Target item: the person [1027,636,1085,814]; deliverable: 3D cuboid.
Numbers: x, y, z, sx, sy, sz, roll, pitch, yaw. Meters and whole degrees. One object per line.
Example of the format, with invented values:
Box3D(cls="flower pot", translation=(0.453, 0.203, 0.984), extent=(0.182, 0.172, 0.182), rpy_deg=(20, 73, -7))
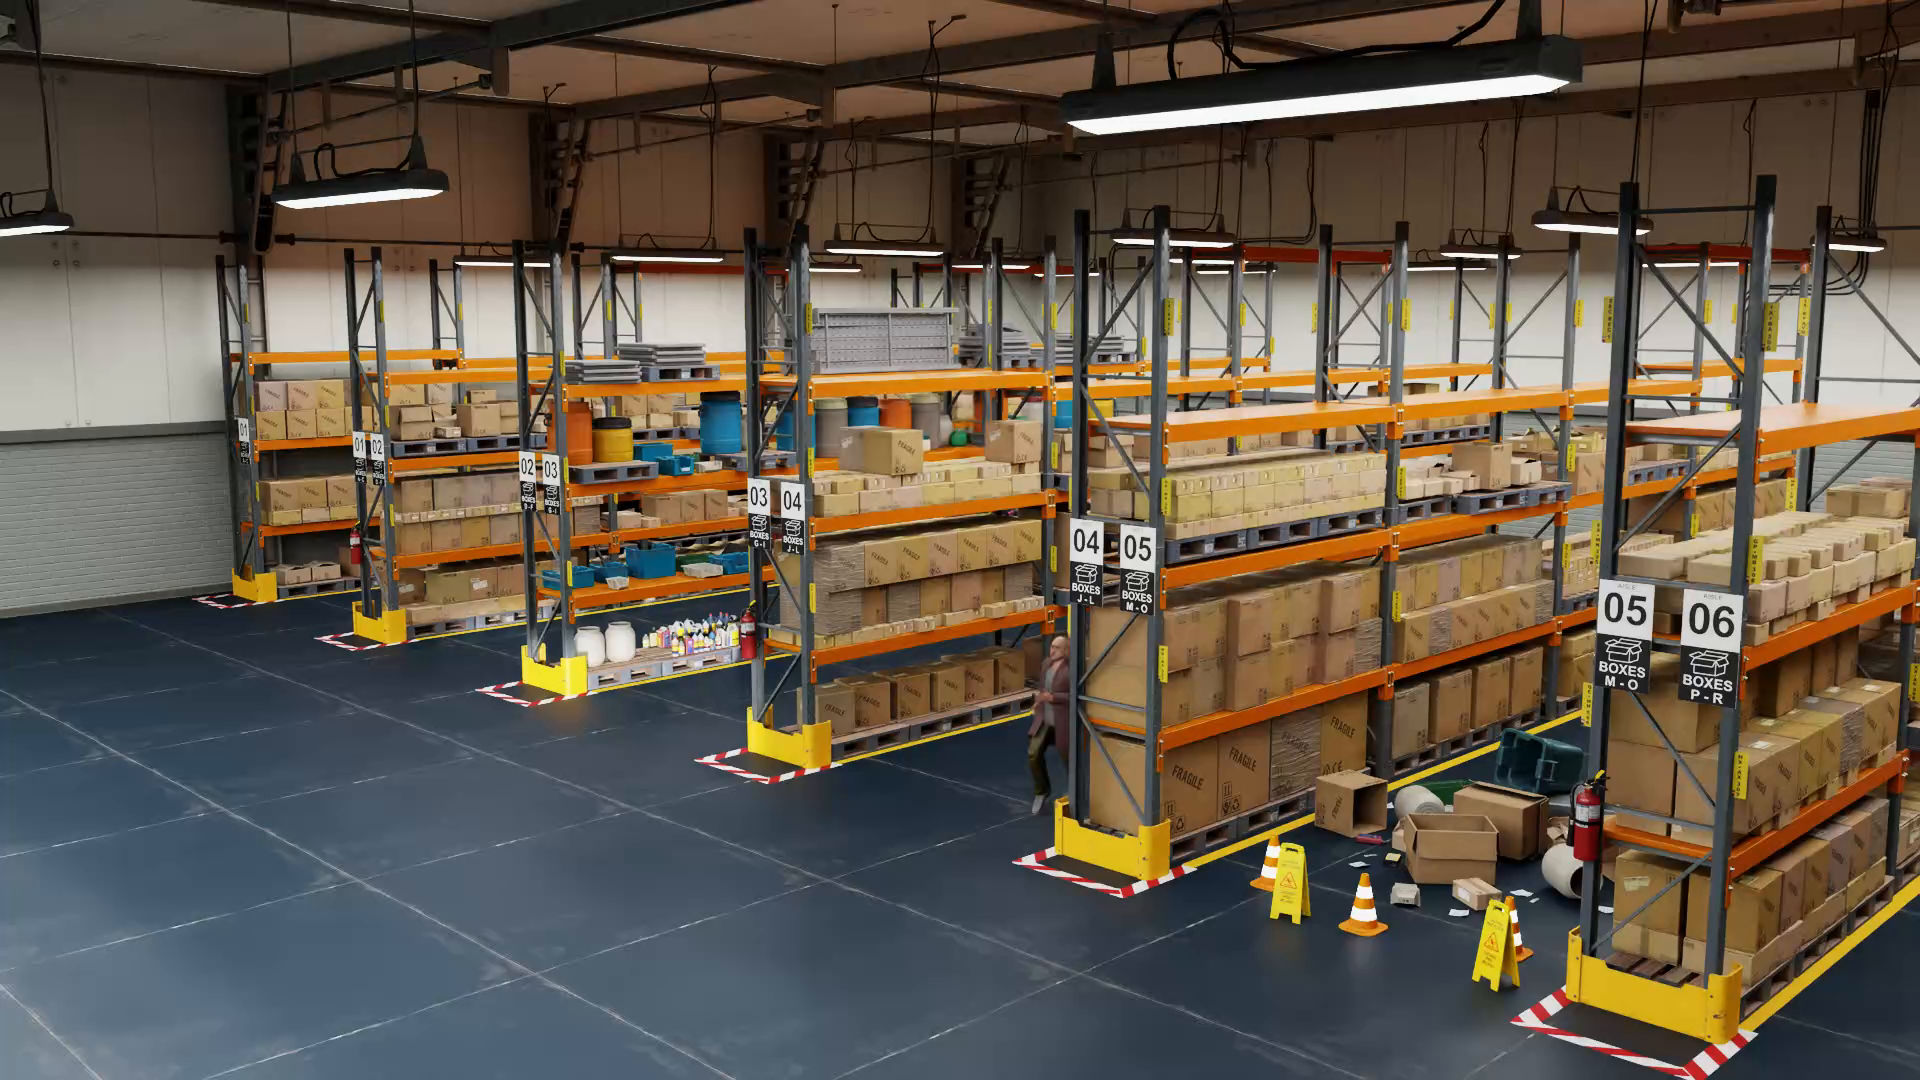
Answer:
Box3D(cls="person", translation=(0.995, 1.892, 17.036), extent=(0.670, 1.846, 0.829), rpy_deg=(6, 10, 36))
